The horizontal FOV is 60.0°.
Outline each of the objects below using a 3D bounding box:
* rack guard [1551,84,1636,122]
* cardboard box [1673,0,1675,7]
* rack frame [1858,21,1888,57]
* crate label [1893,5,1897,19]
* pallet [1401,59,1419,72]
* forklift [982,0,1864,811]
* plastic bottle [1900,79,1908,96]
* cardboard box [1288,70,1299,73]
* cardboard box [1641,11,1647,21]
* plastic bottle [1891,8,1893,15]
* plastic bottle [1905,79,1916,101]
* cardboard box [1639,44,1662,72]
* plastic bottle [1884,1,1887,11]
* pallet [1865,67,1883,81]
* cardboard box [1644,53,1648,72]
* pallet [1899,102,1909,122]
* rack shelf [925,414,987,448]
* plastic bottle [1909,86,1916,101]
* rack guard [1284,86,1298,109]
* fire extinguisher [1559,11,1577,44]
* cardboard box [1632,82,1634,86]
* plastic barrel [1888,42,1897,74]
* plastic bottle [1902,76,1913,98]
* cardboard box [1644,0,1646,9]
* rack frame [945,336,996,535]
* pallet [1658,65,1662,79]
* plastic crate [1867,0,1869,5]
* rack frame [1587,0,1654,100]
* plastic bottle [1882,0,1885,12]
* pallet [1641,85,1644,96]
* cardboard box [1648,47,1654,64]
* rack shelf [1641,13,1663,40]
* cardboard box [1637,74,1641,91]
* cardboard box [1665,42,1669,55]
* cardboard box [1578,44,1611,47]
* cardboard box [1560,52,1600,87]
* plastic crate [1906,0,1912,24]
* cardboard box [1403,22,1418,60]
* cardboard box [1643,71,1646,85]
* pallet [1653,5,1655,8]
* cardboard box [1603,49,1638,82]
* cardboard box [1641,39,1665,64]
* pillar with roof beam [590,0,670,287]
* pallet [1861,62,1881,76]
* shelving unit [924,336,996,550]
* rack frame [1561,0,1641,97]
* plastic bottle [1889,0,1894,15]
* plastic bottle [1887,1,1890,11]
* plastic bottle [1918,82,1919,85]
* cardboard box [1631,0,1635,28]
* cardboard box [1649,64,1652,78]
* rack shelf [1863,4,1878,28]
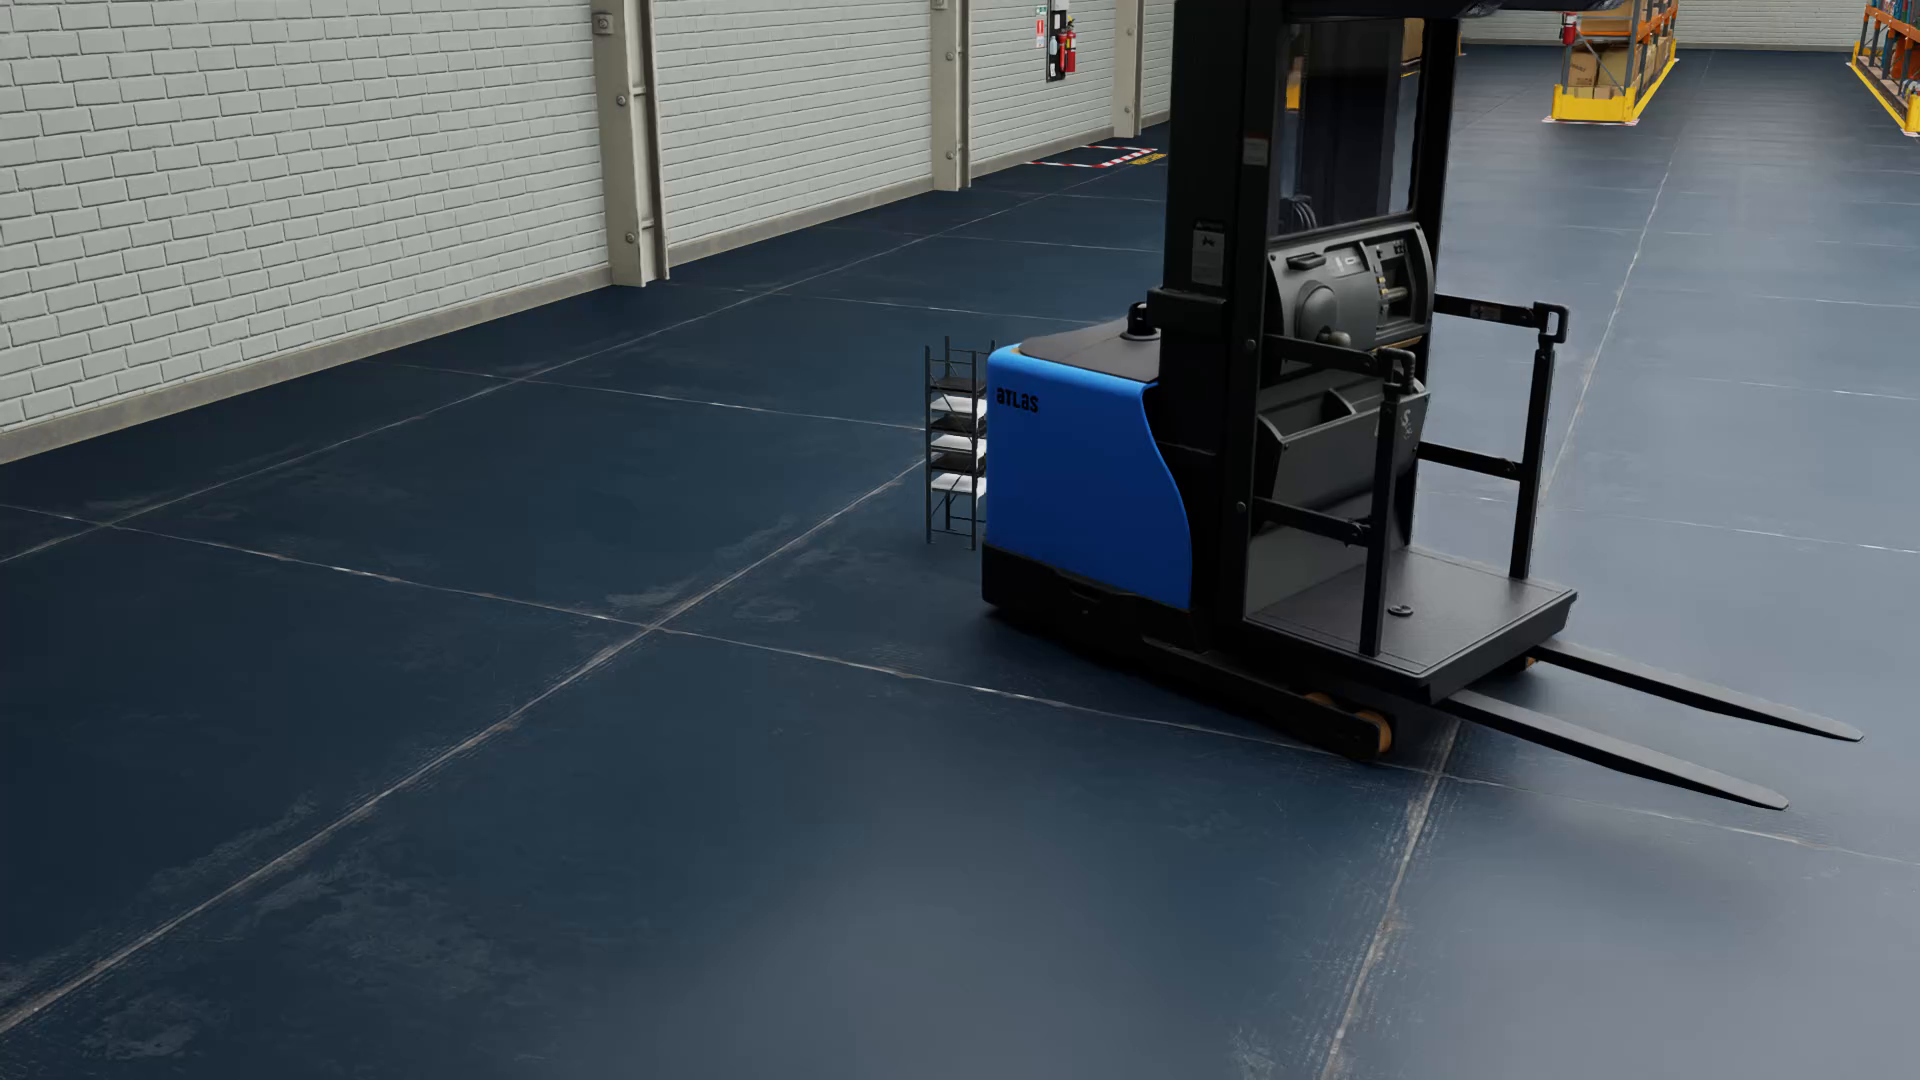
[{"bbox_3d":[9.828,-6.786,25.804,1.175,0.500,0.348,9,21,23],"label":"rack guard"},{"bbox_3d":[15.416,-11.962,36.478,0.500,0.500,0.500,9,21,24],"label":"cardboard box"},{"bbox_3d":[20.907,-12.181,37.245,1.000,3.000,0.127,9,21,23],"label":"rack frame"},{"bbox_3d":[17.117,-9.580,30.179,0.303,0.233,0.416,9,21,23],"label":"crate label"},{"bbox_3d":[9.485,-10.384,36.351,1.003,0.211,1.213,9,21,23],"label":"pallet"},{"bbox_3d":[1.481,-0.852,5.491,1.130,2.935,3.031,-18,27,-42],"label":"forklift"},{"bbox_3d":[15.463,-7.398,27.208,0.097,0.271,0.097,0,20,0],"label":"plastic bottle"},{"bbox_3d":[5.916,-7.964,28.741,0.500,0.311,0.500,11,22,27],"label":"cardboard box"},{"bbox_3d":[12.025,-9.318,29.569,0.380,0.149,0.250,9,21,23],"label":"cardboard box"},{"bbox_3d":[17.686,-10.017,31.455,0.097,0.201,0.097,0,20,0],"label":"plastic bottle"},{"bbox_3d":[15.033,-7.095,26.239,0.144,0.351,0.185,8,21,22],"label":"plastic bottle"},{"bbox_3d":[13.561,-9.546,32.909,0.500,0.500,0.500,10,22,25],"label":"cardboard box"},{"bbox_3d":[18.510,-10.665,33.173,0.097,0.271,0.097,0,20,0],"label":"plastic bottle"},{"bbox_3d":[18.915,-9.415,33.626,1.003,0.211,1.213,9,21,23],"label":"pallet"},{"bbox_3d":[11.872,-8.453,29.400,0.500,0.311,0.500,9,21,23],"label":"cardboard box"},{"bbox_3d":[15.182,-6.625,25.783,1.003,0.211,1.213,9,21,23],"label":"pallet"},{"bbox_3d":[0.003,-0.480,7.306,0.258,0.077,0.200,9,21,23],"label":"rack shelf"},{"bbox_3d":[14.739,-6.878,25.728,0.061,0.283,0.133,9,22,24],"label":"plastic bottle"},{"bbox_3d":[5.348,-7.495,27.798,1.175,0.500,0.348,9,21,23],"label":"rack guard"},{"bbox_3d":[9.366,-7.962,25.496,0.296,0.674,0.183,9,21,23],"label":"fire extinguisher"},{"bbox_3d":[10.667,-7.313,27.032,0.500,0.250,0.500,9,21,23],"label":"cardboard box"},{"bbox_3d":[18.278,-9.295,32.100,0.600,0.588,0.708,9,21,23],"label":"plastic barrel"},{"bbox_3d":[15.284,-7.282,26.766,0.144,0.351,0.185,9,22,24],"label":"plastic bottle"},{"bbox_3d":[12.442,-9.949,30.817,0.500,0.500,0.500,7,21,20],"label":"cardboard box"},{"bbox_3d":[0.045,-0.458,7.412,0.240,0.900,0.006,9,21,23],"label":"rack frame"},{"bbox_3d":[13.955,-9.697,34.422,1.003,0.211,1.213,9,21,23],"label":"pallet"},{"bbox_3d":[20.299,-11.968,36.950,0.250,0.136,0.298,9,21,23],"label":"plastic crate"},{"bbox_3d":[11.476,-9.194,28.844,1.000,3.000,0.127,9,21,23],"label":"rack frame"},{"bbox_3d":[18.675,-10.809,33.561,0.061,0.283,0.133,9,21,23],"label":"plastic bottle"},{"bbox_3d":[11.742,-8.111,29.960,1.003,0.211,1.213,9,21,23],"label":"pallet"},{"bbox_3d":[12.708,-9.076,31.151,0.500,0.311,0.500,8,21,22],"label":"cardboard box"},{"bbox_3d":[12.295,-9.466,30.684,1.077,0.370,4.000,9,21,23],"label":"rack shelf"},{"bbox_3d":[11.485,-7.924,28.752,0.500,0.250,0.500,9,21,23],"label":"cardboard box"},{"bbox_3d":[15.975,-11.288,38.179,0.500,0.250,0.500,9,21,23],"label":"cardboard box"},{"bbox_3d":[10.803,-8.197,28.398,0.500,0.500,0.500,9,21,23],"label":"cardboard box"},{"bbox_3d":[9.786,-7.431,26.246,0.500,0.500,0.500,9,21,23],"label":"cardboard box"},{"bbox_3d":[16.161,-8.885,28.001,0.392,0.384,0.575,9,21,23],"label":"plastic crate"},{"bbox_3d":[9.378,-10.754,35.812,0.750,0.750,0.750,8,21,22],"label":"cardboard box"},{"bbox_3d":[11.867,-8.185,29.486,0.500,0.250,0.500,8,21,21],"label":"cardboard box"},{"bbox_3d":[14.325,-11.320,35.108,1.003,0.211,1.213,9,21,23],"label":"pallet"},{"bbox_3d":[10.656,-7.668,26.911,0.500,0.500,0.500,9,21,23],"label":"cardboard box"},{"bbox_3d":[14.395,-10.176,34.679,0.500,0.500,0.500,9,21,23],"label":"cardboard box"},{"bbox_3d":[1.371,-5.716,10.111,9.100,9.000,0.400,9,21,23],"label":"pillar with roof beam"},{"bbox_3d":[19.535,-9.875,34.921,1.003,0.211,1.213,9,21,23],"label":"pallet"},{"bbox_3d":[0.003,-0.426,7.325,0.258,0.900,0.210,9,21,23],"label":"shelving unit"},{"bbox_3d":[9.838,-7.971,25.406,1.000,3.000,0.127,9,21,23],"label":"rack frame"},{"bbox_3d":[17.876,-10.212,31.882,0.061,0.283,0.133,9,21,23],"label":"plastic bottle"},{"bbox_3d":[18.186,-10.423,32.493,0.097,0.271,0.097,0,20,0],"label":"plastic bottle"},{"bbox_3d":[15.335,-7.184,26.608,0.097,0.271,0.097,0,20,0],"label":"plastic bottle"},{"bbox_3d":[10.251,-8.320,26.239,0.700,0.500,0.500,9,22,24],"label":"cardboard box"},{"bbox_3d":[12.704,-8.813,31.251,0.500,0.250,0.500,9,22,24],"label":"cardboard box"},{"bbox_3d":[20.088,-11.231,35.646,1.077,0.370,4.000,9,21,23],"label":"rack shelf"}]
